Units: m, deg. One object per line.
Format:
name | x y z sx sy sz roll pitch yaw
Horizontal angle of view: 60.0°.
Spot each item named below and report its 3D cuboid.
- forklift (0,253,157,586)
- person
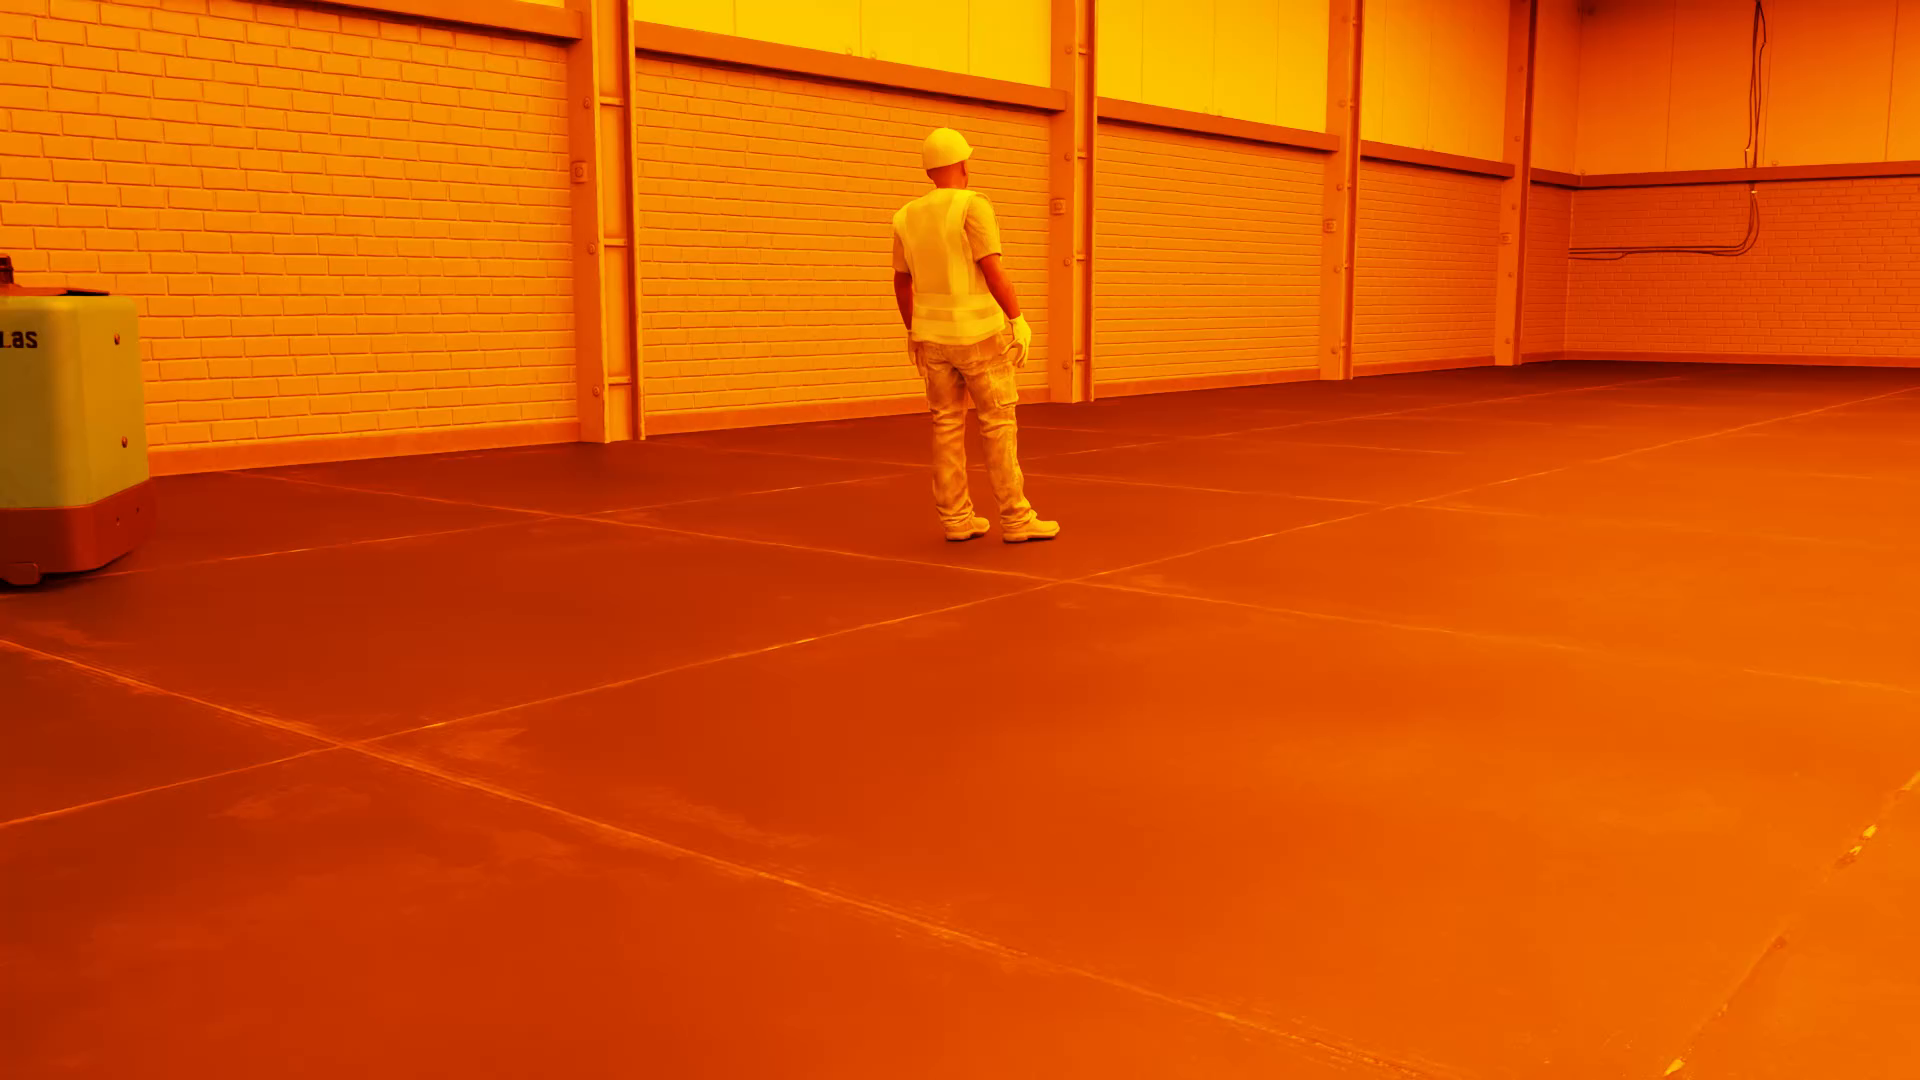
forklift | -4.780 -1.289 6.088 3.031 2.935 1.130 -2 9 -12
person | 0.052 -0.897 7.324 0.656 1.782 0.577 7 11 38
